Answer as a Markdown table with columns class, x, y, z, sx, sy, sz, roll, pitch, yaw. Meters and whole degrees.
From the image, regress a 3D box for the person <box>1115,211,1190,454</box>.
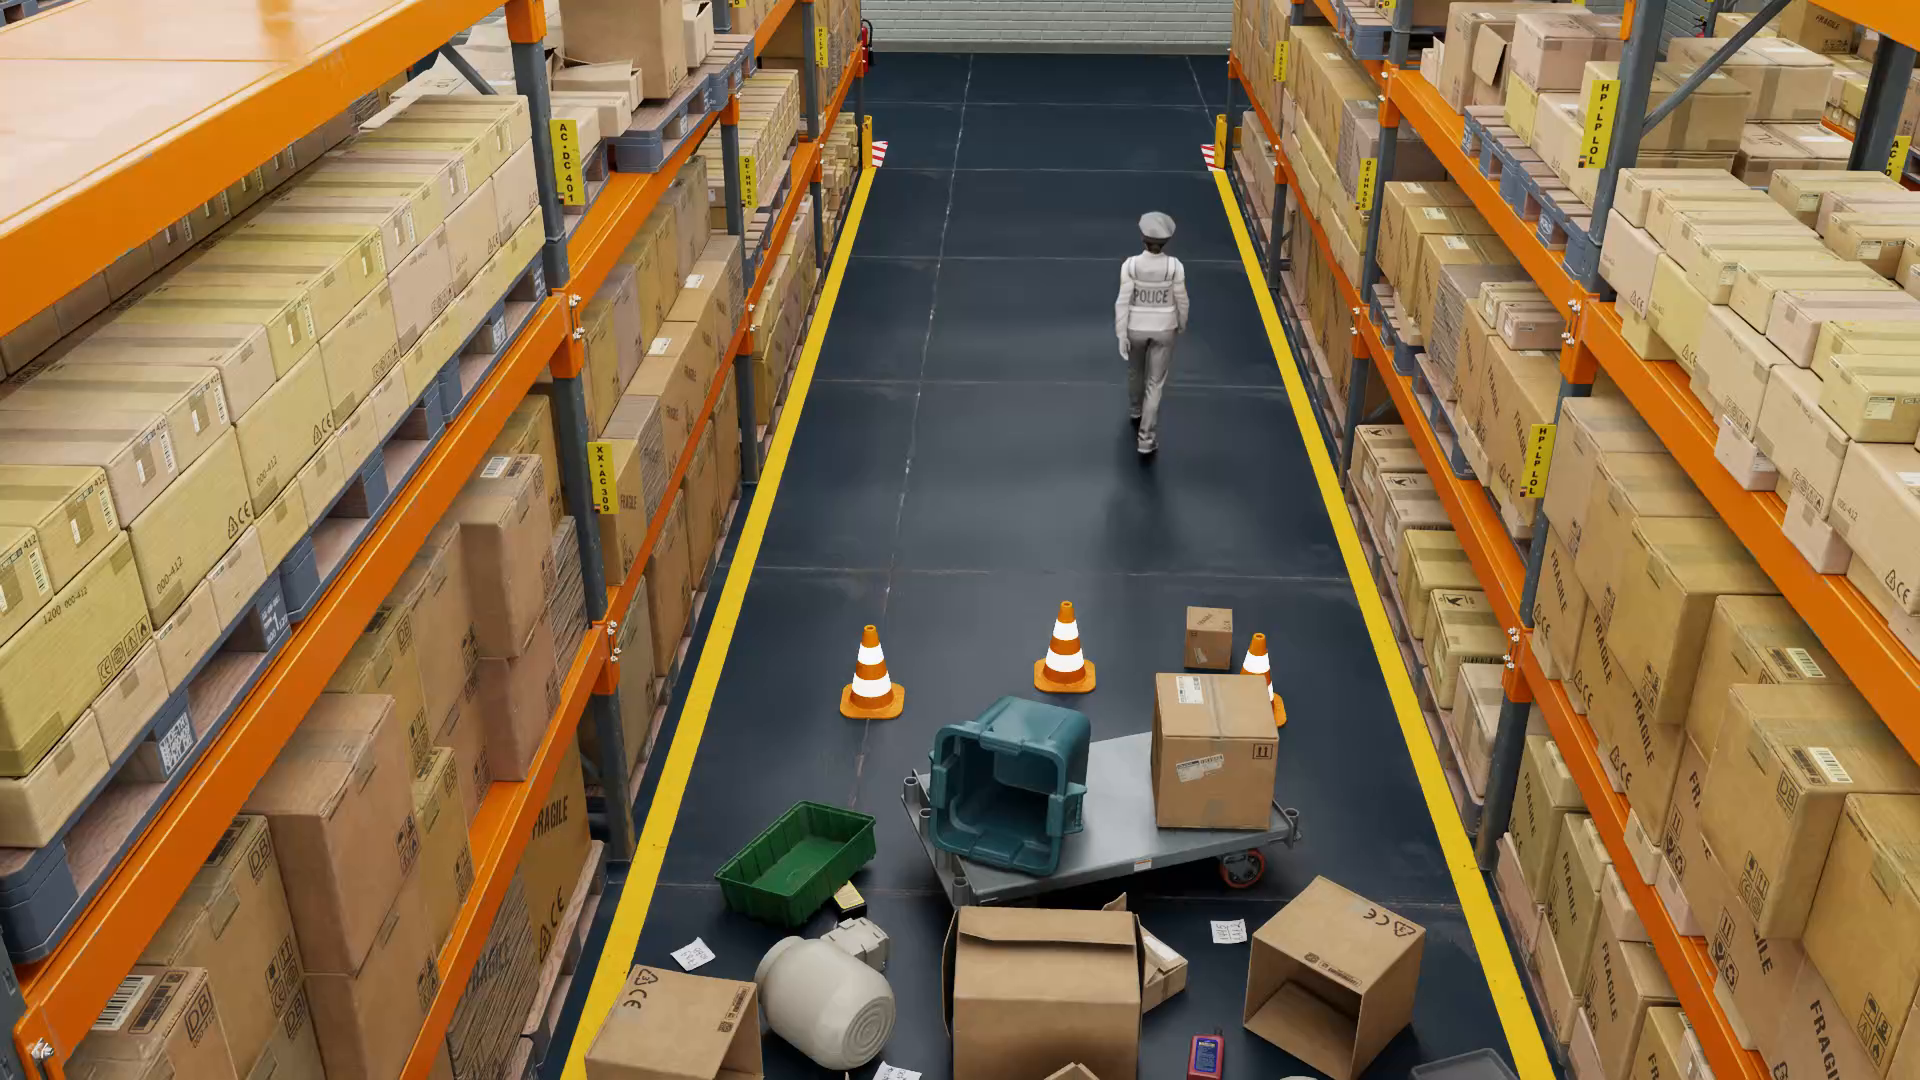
| class | x | y | z | sx | sy | sz | roll | pitch | yaw |
| --- | --- | --- | --- | --- | --- | --- | --- | --- | --- |
| person | 1.343 | -1.504 | 11.594 | 0.495 | 1.630 | 0.971 | 6 | 29 | 11 |
